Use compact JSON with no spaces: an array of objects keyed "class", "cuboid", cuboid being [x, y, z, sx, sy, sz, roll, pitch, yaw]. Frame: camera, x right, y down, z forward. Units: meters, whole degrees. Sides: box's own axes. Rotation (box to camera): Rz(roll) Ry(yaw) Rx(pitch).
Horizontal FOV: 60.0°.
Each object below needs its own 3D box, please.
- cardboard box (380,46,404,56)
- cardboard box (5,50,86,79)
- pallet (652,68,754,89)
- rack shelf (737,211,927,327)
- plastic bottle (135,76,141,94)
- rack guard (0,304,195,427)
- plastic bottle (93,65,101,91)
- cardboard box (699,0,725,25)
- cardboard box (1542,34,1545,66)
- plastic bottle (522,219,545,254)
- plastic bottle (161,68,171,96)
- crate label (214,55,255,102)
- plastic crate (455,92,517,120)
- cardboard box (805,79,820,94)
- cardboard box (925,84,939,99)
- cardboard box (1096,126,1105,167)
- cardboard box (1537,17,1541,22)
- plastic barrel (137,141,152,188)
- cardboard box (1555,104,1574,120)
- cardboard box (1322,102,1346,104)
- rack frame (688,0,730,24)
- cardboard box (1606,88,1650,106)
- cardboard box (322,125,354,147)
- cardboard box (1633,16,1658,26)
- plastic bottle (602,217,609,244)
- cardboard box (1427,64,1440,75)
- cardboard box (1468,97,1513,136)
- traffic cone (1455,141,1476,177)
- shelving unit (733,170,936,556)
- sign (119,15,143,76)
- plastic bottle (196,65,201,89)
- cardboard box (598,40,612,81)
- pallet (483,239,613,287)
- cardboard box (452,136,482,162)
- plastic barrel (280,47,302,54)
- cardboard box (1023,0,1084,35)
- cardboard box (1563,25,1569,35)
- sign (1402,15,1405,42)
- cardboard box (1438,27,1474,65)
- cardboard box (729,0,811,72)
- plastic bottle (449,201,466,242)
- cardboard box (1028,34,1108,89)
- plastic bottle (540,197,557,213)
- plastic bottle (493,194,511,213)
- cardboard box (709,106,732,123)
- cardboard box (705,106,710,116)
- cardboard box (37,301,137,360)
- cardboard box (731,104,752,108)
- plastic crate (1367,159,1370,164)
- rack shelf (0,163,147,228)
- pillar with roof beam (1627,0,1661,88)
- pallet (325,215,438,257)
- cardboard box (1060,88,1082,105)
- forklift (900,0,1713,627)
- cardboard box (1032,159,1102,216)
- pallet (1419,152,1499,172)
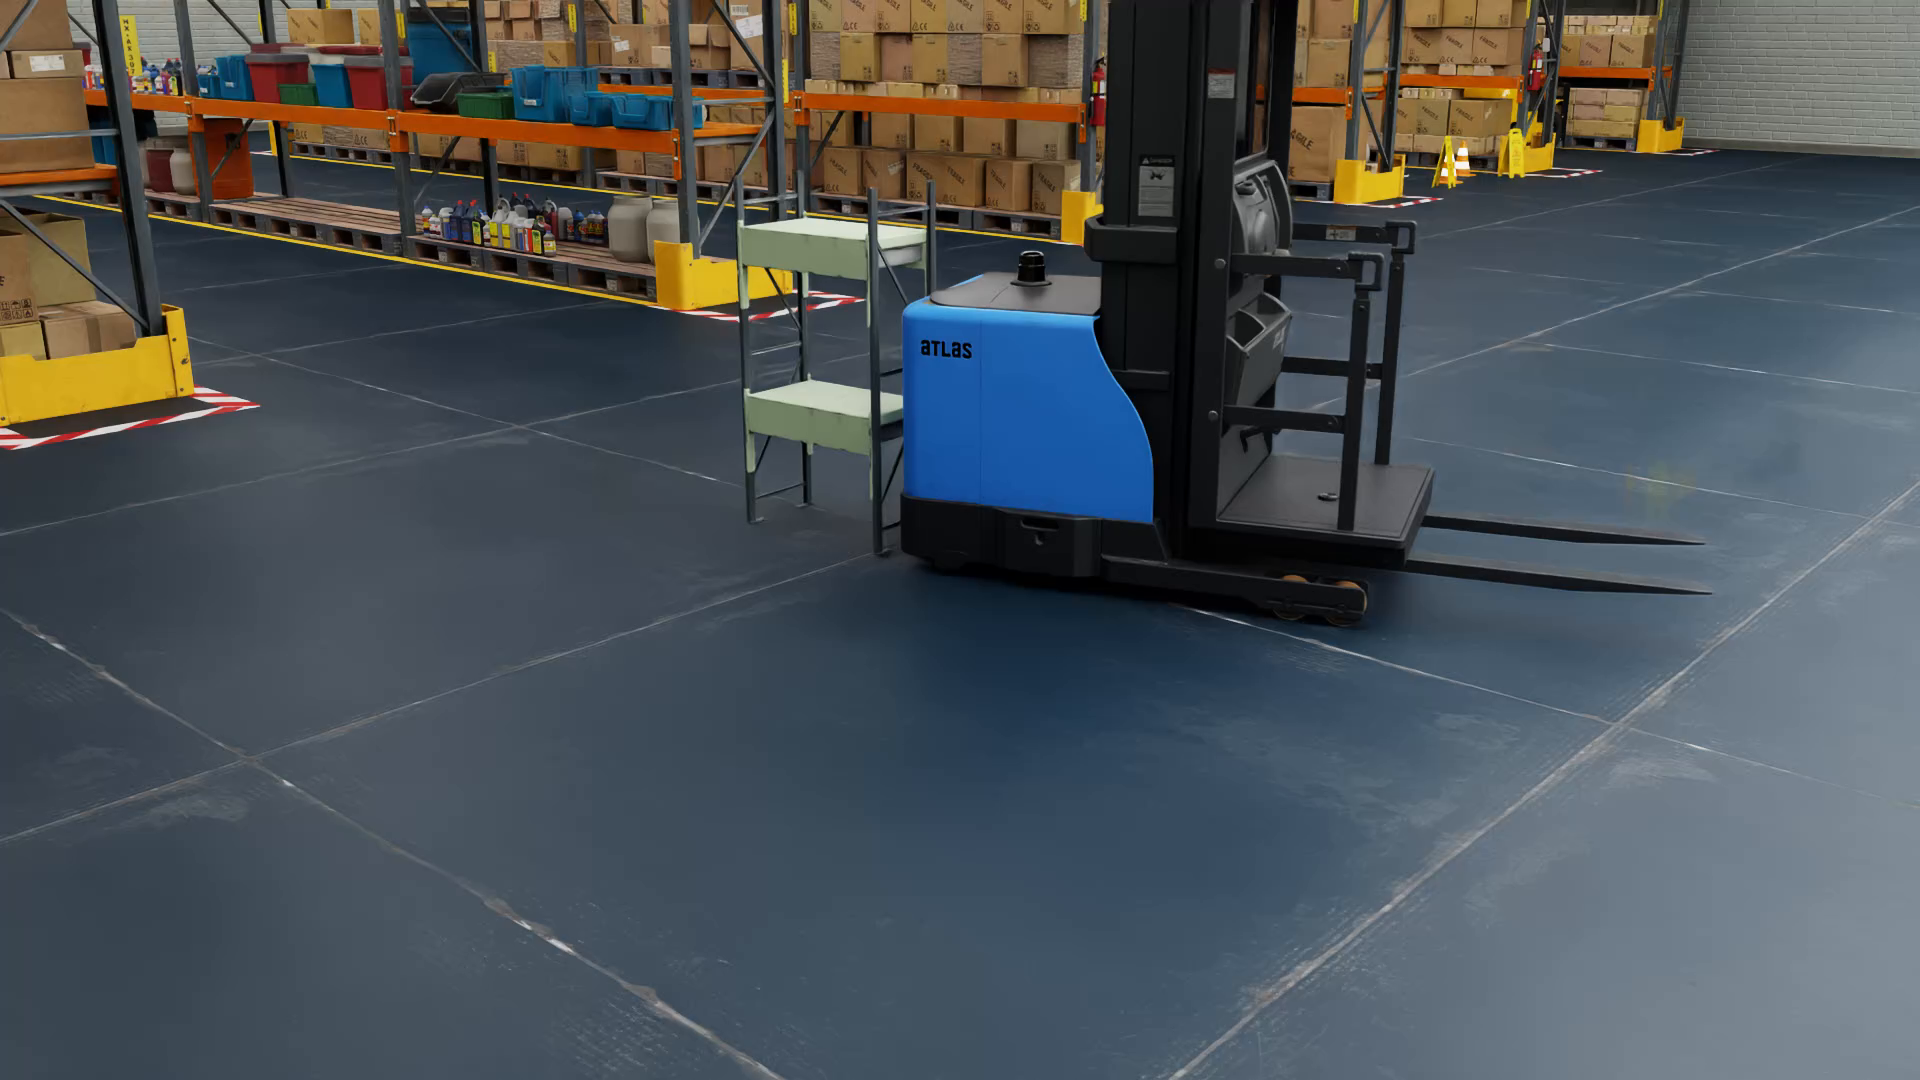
[{"class":"cardboard box","cuboid":[-7.940,-6.952,23.814,0.500,0.250,0.500,14,23,38]},{"class":"cardboard box","cuboid":[-5.189,-2.687,9.381,0.250,0.149,0.380,15,23,39]},{"class":"pallet","cuboid":[-2.936,-5.570,20.019,1.213,0.211,1.003,15,23,39]},{"class":"rack shelf","cuboid":[-0.519,-1.137,6.926,0.720,0.370,0.431,13,22,36]},{"class":"plastic bottle","cuboid":[-9.001,-5.009,18.266,0.097,0.201,0.097,0,18,0]},{"class":"rack guard","cuboid":[-5.021,-1.006,9.455,0.348,0.500,1.175,15,23,39]},{"class":"plastic bottle","cuboid":[-9.764,-5.261,18.935,0.135,0.276,0.152,15,23,39]},{"class":"cardboard box","cuboid":[-4.244,-8.766,27.464,0.500,0.500,0.500,16,23,41]},{"class":"cardboard box","cuboid":[9.718,-8.203,27.836,0.500,0.500,0.500,15,23,40]},{"class":"plastic bottle","cuboid":[-3.583,-2.560,13.995,0.135,0.276,0.152,15,23,40]},{"class":"plastic bottle","cuboid":[-8.490,-4.904,17.798,0.133,0.283,0.061,15,23,39]},{"class":"crate label","cuboid":[-7.168,-4.685,16.856,0.616,0.435,0.502,15,23,39]},{"class":"plastic crate","cuboid":[-3.912,-3.688,14.124,0.662,0.188,0.450,15,23,39]},{"class":"cardboard box","cuboid":[-1.491,-5.015,18.370,0.250,0.149,0.380,15,23,39]},{"class":"cardboard box","cuboid":[-0.143,-4.677,17.305,0.250,0.149,0.380,15,23,39]},{"class":"cardboard box","cuboid":[2.339,-5.393,21.965,0.875,0.875,0.875,15,23,40]},{"class":"cardboard box","cuboid":[9.673,-8.693,27.814,0.250,0.149,0.380,15,23,39]},{"class":"plastic barrel","cuboid":[-9.435,-4.357,19.301,0.421,0.512,0.421,0,18,0]},{"class":"cardboard box","cuboid":[10.070,-7.166,27.757,0.500,0.250,0.500,14,23,38]},{"class":"cardboard box","cuboid":[5.796,-6.451,25.091,0.500,0.500,0.500,16,24,41]},{"class":"rack frame","cuboid":[-4.068,-7.954,27.216,0.127,3.000,1.000,15,23,39]},{"class":"cardboard box","cuboid":[10.858,-7.197,27.028,0.500,0.250,0.500,16,24,41]},{"class":"cardboard box","cuboid":[-9.215,-6.550,25.609,0.875,0.875,0.875,15,23,39]},{"class":"cardboard box","cuboid":[11.001,-8.332,26.676,0.250,0.149,0.380,15,23,39]},{"class":"plastic bottle","cuboid":[-3.055,-2.721,14.491,0.133,0.283,0.061,16,23,40]},{"class":"cardboard box","cuboid":[6.944,-6.802,24.001,0.250,0.149,0.380,15,23,40]},{"class":"cardboard box","cuboid":[7.679,-6.161,24.178,0.500,0.500,0.500,14,22,37]},{"class":"traffic cone","cuboid":[6.939,-5.270,22.953,0.334,0.463,0.336,15,23,39]},{"class":"shelving unit","cuboid":[-0.519,-0.765,7.044,0.755,1.500,0.431,13,22,36]},{"class":"sign","cuboid":[-4.666,-2.777,9.341,0.005,0.325,0.100,15,23,39]},{"class":"plastic bottle","cuboid":[-8.675,-5.275,18.968,0.133,0.283,0.061,15,23,39]},{"class":"cardboard box","cuboid":[-4.627,-6.256,21.700,0.500,0.500,0.500,16,24,41]},{"class":"pallet","cuboid":[-3.349,-2.407,14.347,1.213,0.211,1.003,15,23,39]},{"class":"cardboard box","cuboid":[-6.275,-5.737,23.047,0.875,0.875,1.225,14,22,37]},{"class":"plastic barrel","cuboid":[-6.821,-4.824,17.167,0.421,0.512,0.421,0,18,0]},{"class":"cardboard box","cuboid":[0.964,-5.163,16.113,0.500,0.500,0.500,15,23,39]},{"class":"cardboard box","cuboid":[9.988,-8.424,27.459,0.250,0.149,0.380,15,23,40]},{"class":"sign","cuboid":[5.280,-6.119,19.873,0.005,0.325,0.100,15,23,39]},{"class":"cardboard box","cuboid":[7.157,-7.023,23.624,0.500,0.500,0.500,15,23,39]},{"class":"cardboard box","cuboid":[-1.954,-5.923,19.131,1.000,1.000,1.000,15,23,40]},{"class":"plastic bottle","cuboid":[-4.412,-2.817,14.680,0.185,0.351,0.144,16,24,41]},{"class":"cardboard box","cuboid":[1.146,-4.749,16.460,0.500,0.500,0.875,15,23,39]},{"class":"plastic bottle","cuboid":[-3.682,-2.905,14.958,0.185,0.351,0.144,15,23,39]},{"class":"plastic bottle","cuboid":[-4.163,-2.976,15.181,0.185,0.351,0.144,15,23,39]},{"class":"cardboard box","cuboid":[-3.691,-6.755,26.874,0.500,0.500,0.500,16,24,41]},{"class":"cardboard box","cuboid":[-4.188,-7.195,27.860,0.250,0.149,0.380,16,24,41]},{"class":"cardboard box","cuboid":[-5.292,-1.250,9.943,0.500,0.250,0.500,15,23,39]},{"class":"cardboard box","cuboid":[-3.291,-7.006,26.426,0.500,0.250,0.500,16,24,41]},{"class":"plastic crate","cuboid":[5.756,-5.596,24.612,0.583,0.080,0.402,7,19,21]},{"class":"rack shelf","cuboid":[-6.535,-2.261,10.467,4.000,0.370,1.077,15,23,39]},{"class":"pillar with roof beam","cuboid":[8.629,-10.038,23.865,0.400,9.000,9.100,15,23,39]},{"class":"pallet","cuboid":[-5.353,-2.945,16.043,1.213,0.211,1.003,15,23,39]},{"class":"cardboard box","cuboid":[1.189,-4.334,16.223,0.250,0.149,0.380,15,23,39]},{"class":"forklift","cuboid":[1.330,-1.259,6.234,3.031,2.935,1.130,7,19,20]},{"class":"cardboard box","cuboid":[1.083,-3.581,16.874,0.500,0.500,0.500,-13,22,-36]},{"class":"pallet","cuboid":[7.476,-5.542,24.226,1.213,0.211,1.003,15,23,39]}]
